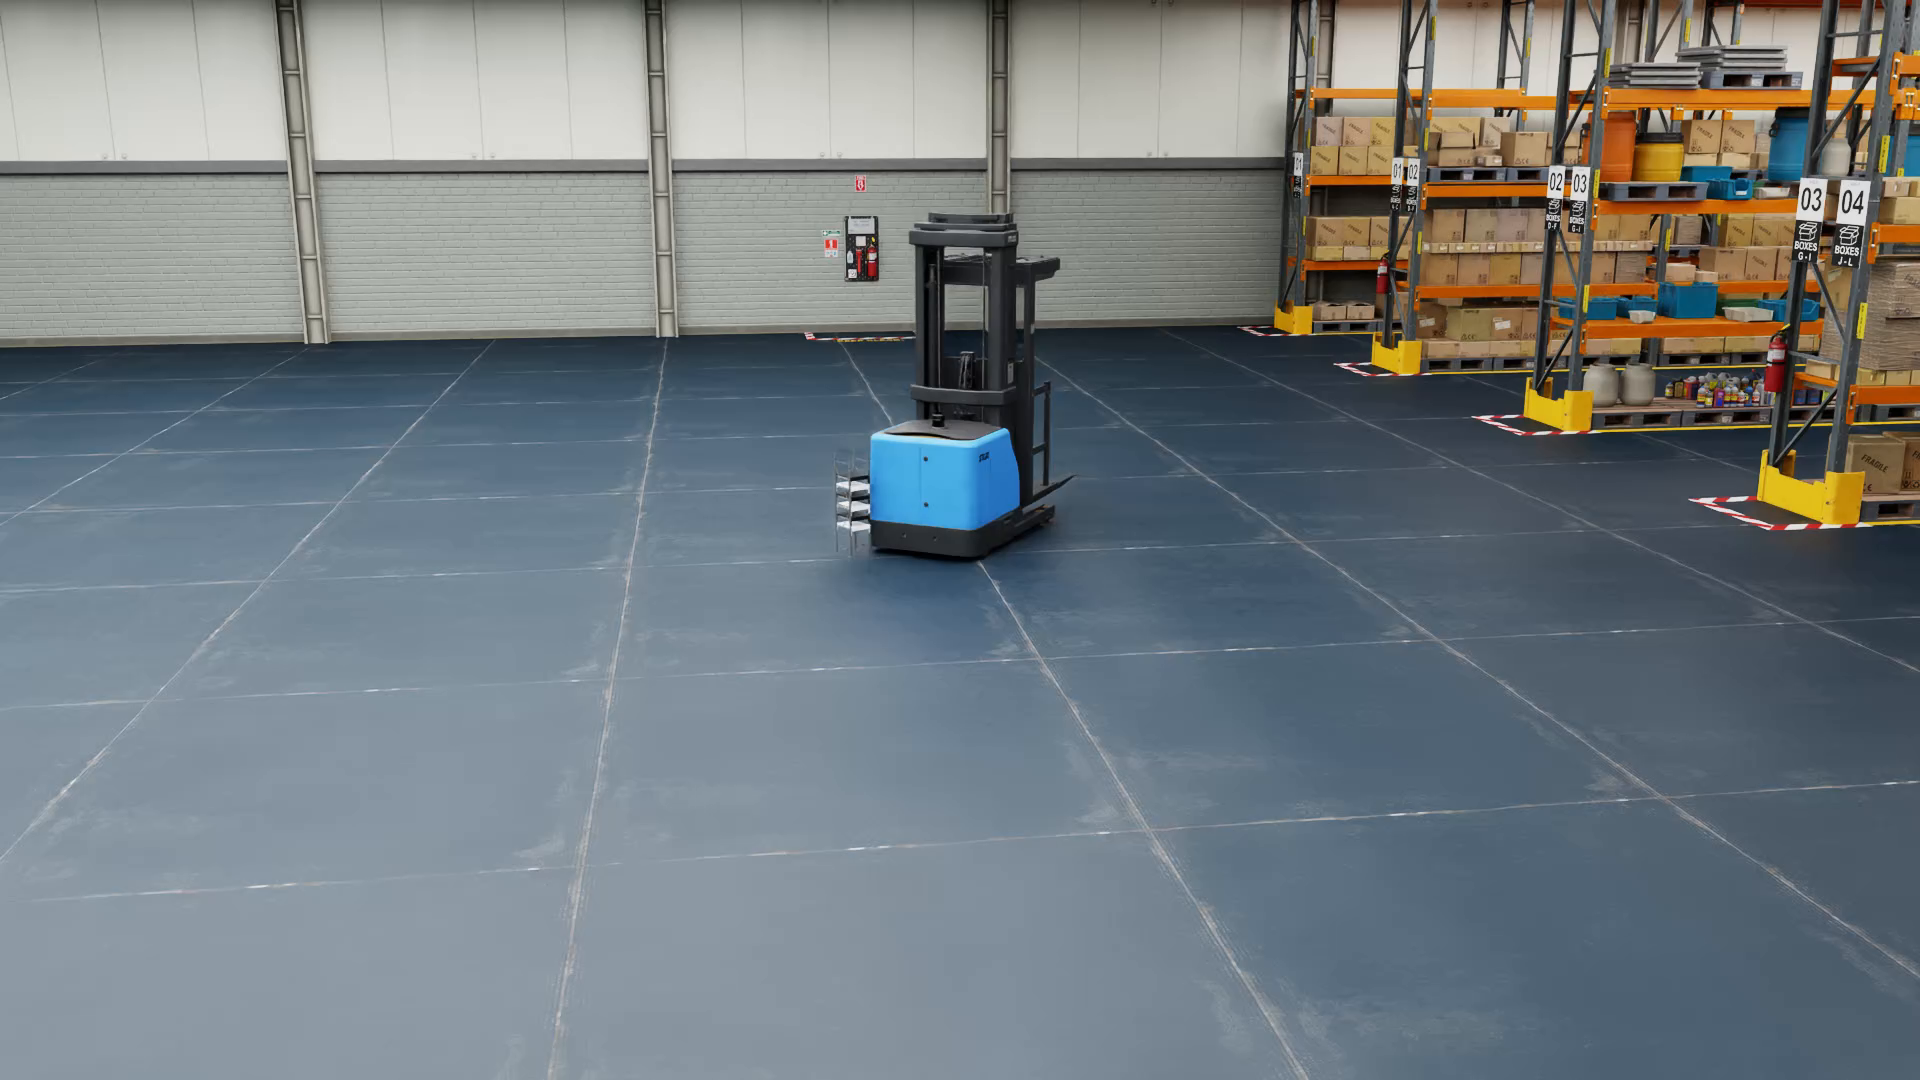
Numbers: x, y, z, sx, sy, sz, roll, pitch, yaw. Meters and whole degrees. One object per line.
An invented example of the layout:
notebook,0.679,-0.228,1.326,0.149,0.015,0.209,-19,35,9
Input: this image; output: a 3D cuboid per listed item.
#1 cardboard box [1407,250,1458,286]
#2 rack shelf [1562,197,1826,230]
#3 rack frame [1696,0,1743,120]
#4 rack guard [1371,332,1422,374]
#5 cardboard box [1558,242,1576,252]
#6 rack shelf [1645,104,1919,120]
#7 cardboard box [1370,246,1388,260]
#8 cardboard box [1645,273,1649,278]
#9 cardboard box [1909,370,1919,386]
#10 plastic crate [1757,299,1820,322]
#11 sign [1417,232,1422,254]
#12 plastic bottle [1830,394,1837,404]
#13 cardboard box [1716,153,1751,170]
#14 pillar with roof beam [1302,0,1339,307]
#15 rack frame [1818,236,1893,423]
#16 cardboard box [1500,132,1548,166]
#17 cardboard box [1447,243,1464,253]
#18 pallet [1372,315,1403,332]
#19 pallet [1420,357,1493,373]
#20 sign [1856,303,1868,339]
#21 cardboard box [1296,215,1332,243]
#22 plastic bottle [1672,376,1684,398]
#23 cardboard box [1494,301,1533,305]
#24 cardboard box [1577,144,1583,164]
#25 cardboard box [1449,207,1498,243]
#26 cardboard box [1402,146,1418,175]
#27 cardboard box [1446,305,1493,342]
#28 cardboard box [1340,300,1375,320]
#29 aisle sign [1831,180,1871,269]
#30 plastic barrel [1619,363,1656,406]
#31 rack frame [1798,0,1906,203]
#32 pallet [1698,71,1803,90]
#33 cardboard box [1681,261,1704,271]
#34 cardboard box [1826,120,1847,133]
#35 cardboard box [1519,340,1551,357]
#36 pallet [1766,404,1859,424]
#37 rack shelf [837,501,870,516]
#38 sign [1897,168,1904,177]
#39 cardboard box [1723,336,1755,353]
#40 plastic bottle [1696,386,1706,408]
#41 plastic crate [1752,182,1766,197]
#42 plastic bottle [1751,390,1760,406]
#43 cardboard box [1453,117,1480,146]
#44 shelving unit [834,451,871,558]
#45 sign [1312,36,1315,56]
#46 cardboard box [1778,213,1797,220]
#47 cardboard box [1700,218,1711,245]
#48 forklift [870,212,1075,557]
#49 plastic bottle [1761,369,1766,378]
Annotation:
cardboard box,7.261,-4.186,25.570,0.500,0.500,0.700,-2,14,-8
rack shelf,9.509,-4.111,20.787,4.000,0.370,1.077,-2,14,-8
rack frame,13.967,-8.515,30.704,0.127,3.000,1.000,-2,14,-8
rack guard,6.774,-2.910,25.827,0.348,0.500,1.175,-2,14,-8
cardboard box,9.260,-4.525,25.587,0.250,0.149,0.380,-2,14,-7
rack shelf,12.731,-6.708,25.800,4.000,0.370,1.077,-2,14,-8
cardboard box,7.602,-5.233,30.216,0.500,0.250,0.500,-2,14,-9
cardboard box,12.689,-4.926,31.416,0.500,0.250,0.500,-2,14,-7
cardboard box,9.087,-1.582,15.907,0.250,0.149,0.380,-2,14,-8
plastic crate,10.433,-2.900,20.951,0.616,0.251,0.499,-2,14,-8
sign,6.874,-4.448,24.878,0.005,0.325,0.100,-2,14,-8
plastic bottle,11.175,-1.845,21.289,0.097,0.201,0.097,0,14,0
cardboard box,11.906,-5.895,25.869,0.500,0.250,0.500,-4,15,-14
pillar with roof beam,7.261,-7.423,26.349,0.400,9.000,9.100,-2,14,-8
rack frame,11.487,-3.077,21.353,0.127,3.000,1.000,-2,14,-8
cardboard box,8.480,-5.893,25.059,0.500,0.500,0.500,-2,14,-8
cardboard box,7.478,-4.459,25.326,0.250,0.149,0.380,-2,14,-10
pallet,8.143,-4.030,30.884,1.213,0.211,1.003,-2,14,-8
pallet,7.548,-2.809,26.016,1.213,0.211,1.003,-2,14,-8
sign,8.351,-2.030,15.399,0.005,0.325,0.100,-2,14,-8
cardboard box,6.490,-5.684,30.474,0.500,0.500,0.500,-2,14,-9
plastic bottle,9.395,-2.009,21.772,0.133,0.283,0.061,-2,14,-7
cardboard box,8.765,-3.506,26.311,0.500,0.500,0.500,-2,14,-8
cardboard box,9.682,-5.978,25.785,0.500,0.311,0.500,-3,14,-11
cardboard box,7.833,-4.838,25.501,0.500,0.500,0.700,-2,14,-10
cardboard box,8.000,-6.835,29.926,0.500,0.500,0.500,-1,14,-5
cardboard box,7.855,-3.342,25.657,0.500,0.500,0.500,-2,14,-8
cardboard box,7.317,-4.248,30.647,0.500,0.311,0.500,-1,14,-4
aisle sign,8.253,-2.927,15.412,0.004,0.787,0.394,-2,14,-8
plastic barrel,8.667,-1.989,21.268,0.421,0.512,0.421,0,14,0
rack frame,8.270,-4.651,15.295,0.127,3.000,1.000,-2,14,-8
pallet,9.467,-5.620,20.370,1.213,0.211,1.003,-2,14,-8
cardboard box,11.595,-4.280,26.424,0.258,0.266,0.396,-2,14,-10
cardboard box,16.489,-7.807,31.394,0.500,0.250,0.500,-3,14,-10
cardboard box,8.844,-3.014,25.889,0.500,0.250,0.500,-2,14,-8
pallet,10.817,-1.710,21.635,1.213,0.211,1.003,-2,14,-8
rack shelf,-0.948,-0.284,14.667,0.200,0.077,0.258,-11,18,-37
sign,11.558,-4.404,20.458,0.005,0.325,0.100,-2,14,-8
cardboard box,12.206,-3.131,26.359,0.500,0.250,0.500,-3,14,-10
plastic bottle,9.371,-1.813,21.017,0.097,0.271,0.097,0,14,0
plastic crate,9.886,-4.438,21.047,0.450,0.188,0.336,-2,14,-8
plastic bottle,10.110,-1.806,21.133,0.097,0.201,0.097,0,14,0
cardboard box,9.013,-7.352,29.932,0.500,0.500,0.500,-1,14,-5
shelving unit,-0.948,-0.316,14.659,0.210,0.900,0.258,-11,18,-37
sign,6.137,-8.586,28.904,0.005,0.325,0.100,-2,14,-8
cardboard box,15.479,-6.164,31.264,0.500,0.250,0.500,-2,14,-8
cardboard box,14.394,-5.888,31.704,0.500,0.500,0.500,-2,14,-8
forklift,0.262,-1.584,15.541,1.130,2.935,3.031,6,15,23
plastic bottle,10.627,-2.076,21.903,0.185,0.351,0.144,-2,14,-7
